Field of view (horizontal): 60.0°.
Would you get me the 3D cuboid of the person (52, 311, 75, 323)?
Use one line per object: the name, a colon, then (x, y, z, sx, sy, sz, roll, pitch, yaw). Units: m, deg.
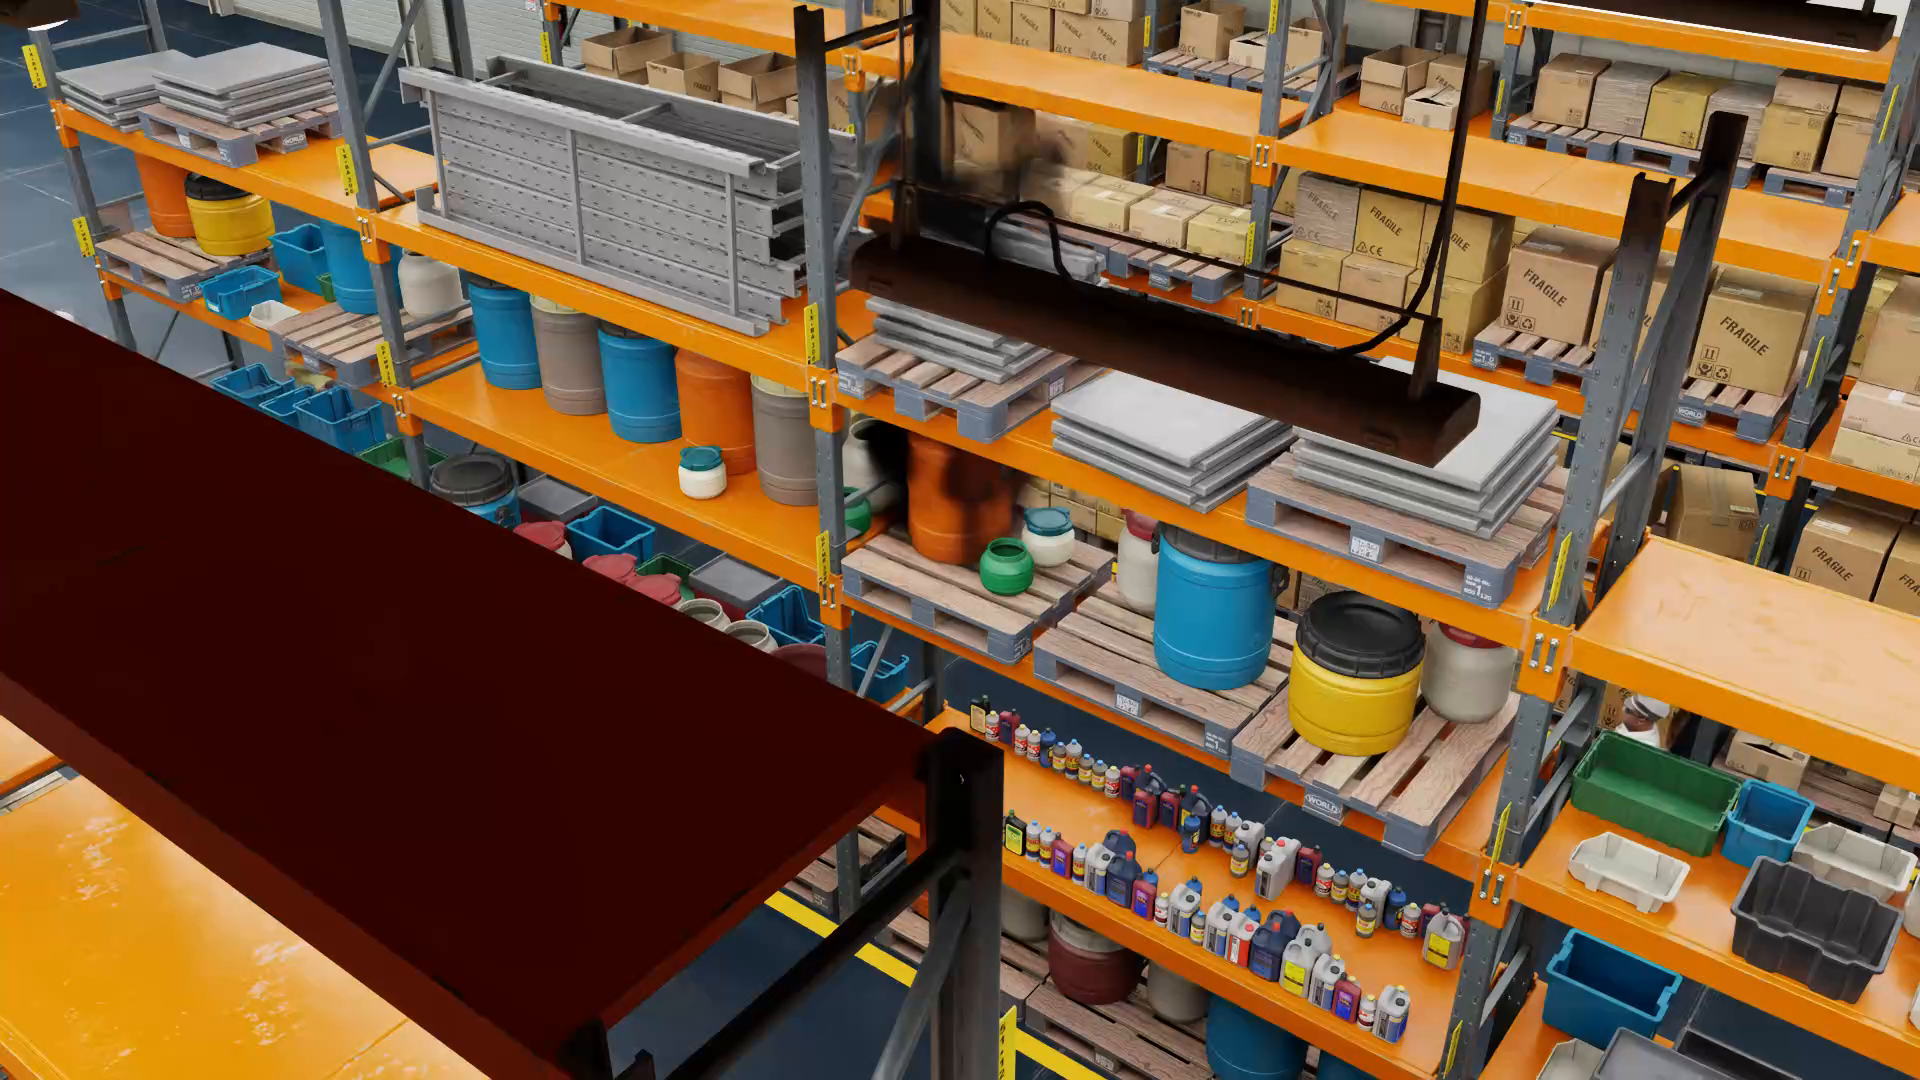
person: (-8.260, -1.374, 15.872, 0.663, 1.735, 0.705, -5, 32, -8)

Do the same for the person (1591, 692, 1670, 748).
person: (4.245, 1.706, 10.759, 0.895, 1.812, 0.649, 15, 35, 24)

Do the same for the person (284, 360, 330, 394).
person: (-6.218, -1.432, 16.066, 0.863, 1.701, 0.584, 5, 32, 9)
